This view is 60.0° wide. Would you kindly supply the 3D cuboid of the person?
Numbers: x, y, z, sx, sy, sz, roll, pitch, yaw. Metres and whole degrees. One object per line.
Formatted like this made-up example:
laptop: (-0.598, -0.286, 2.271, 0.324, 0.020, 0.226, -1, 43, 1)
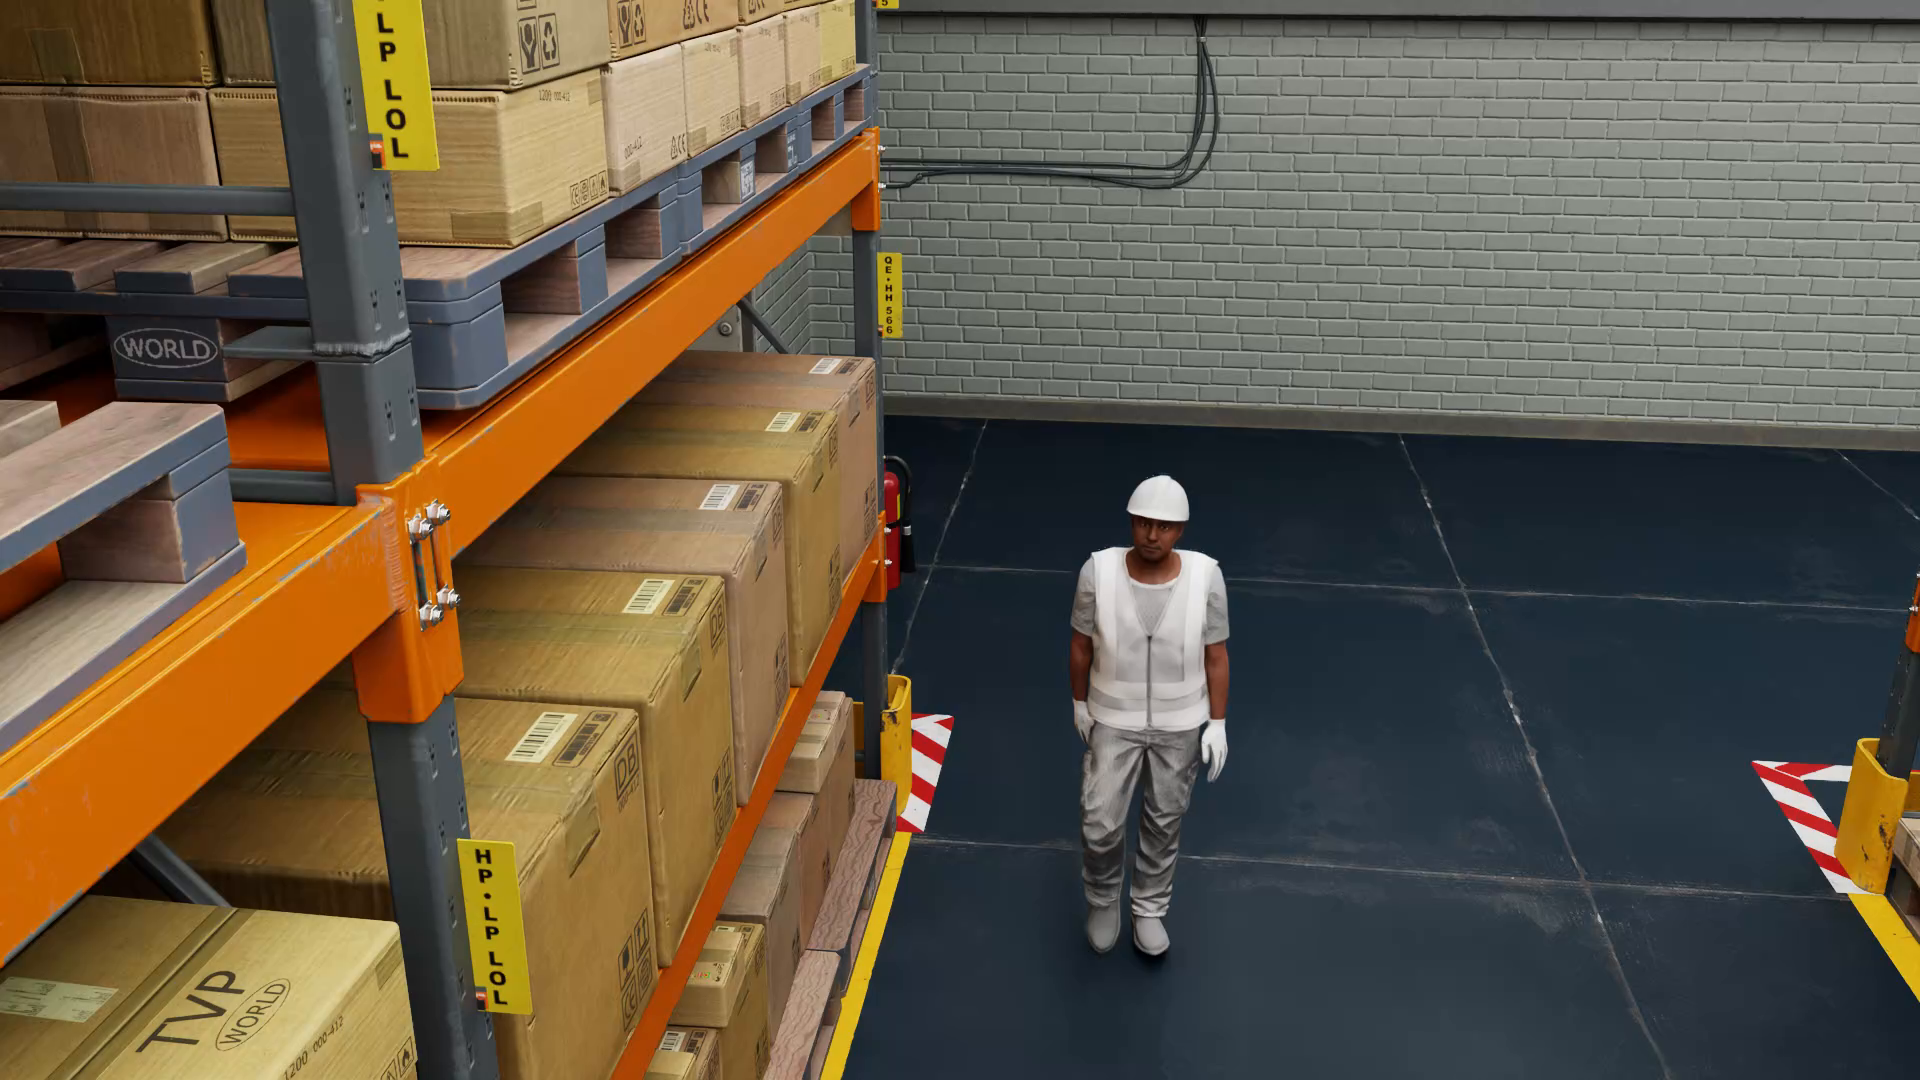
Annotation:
person: (0.654, 0.658, 5.794, 0.551, 1.805, 0.459, 1, 21, 3)
